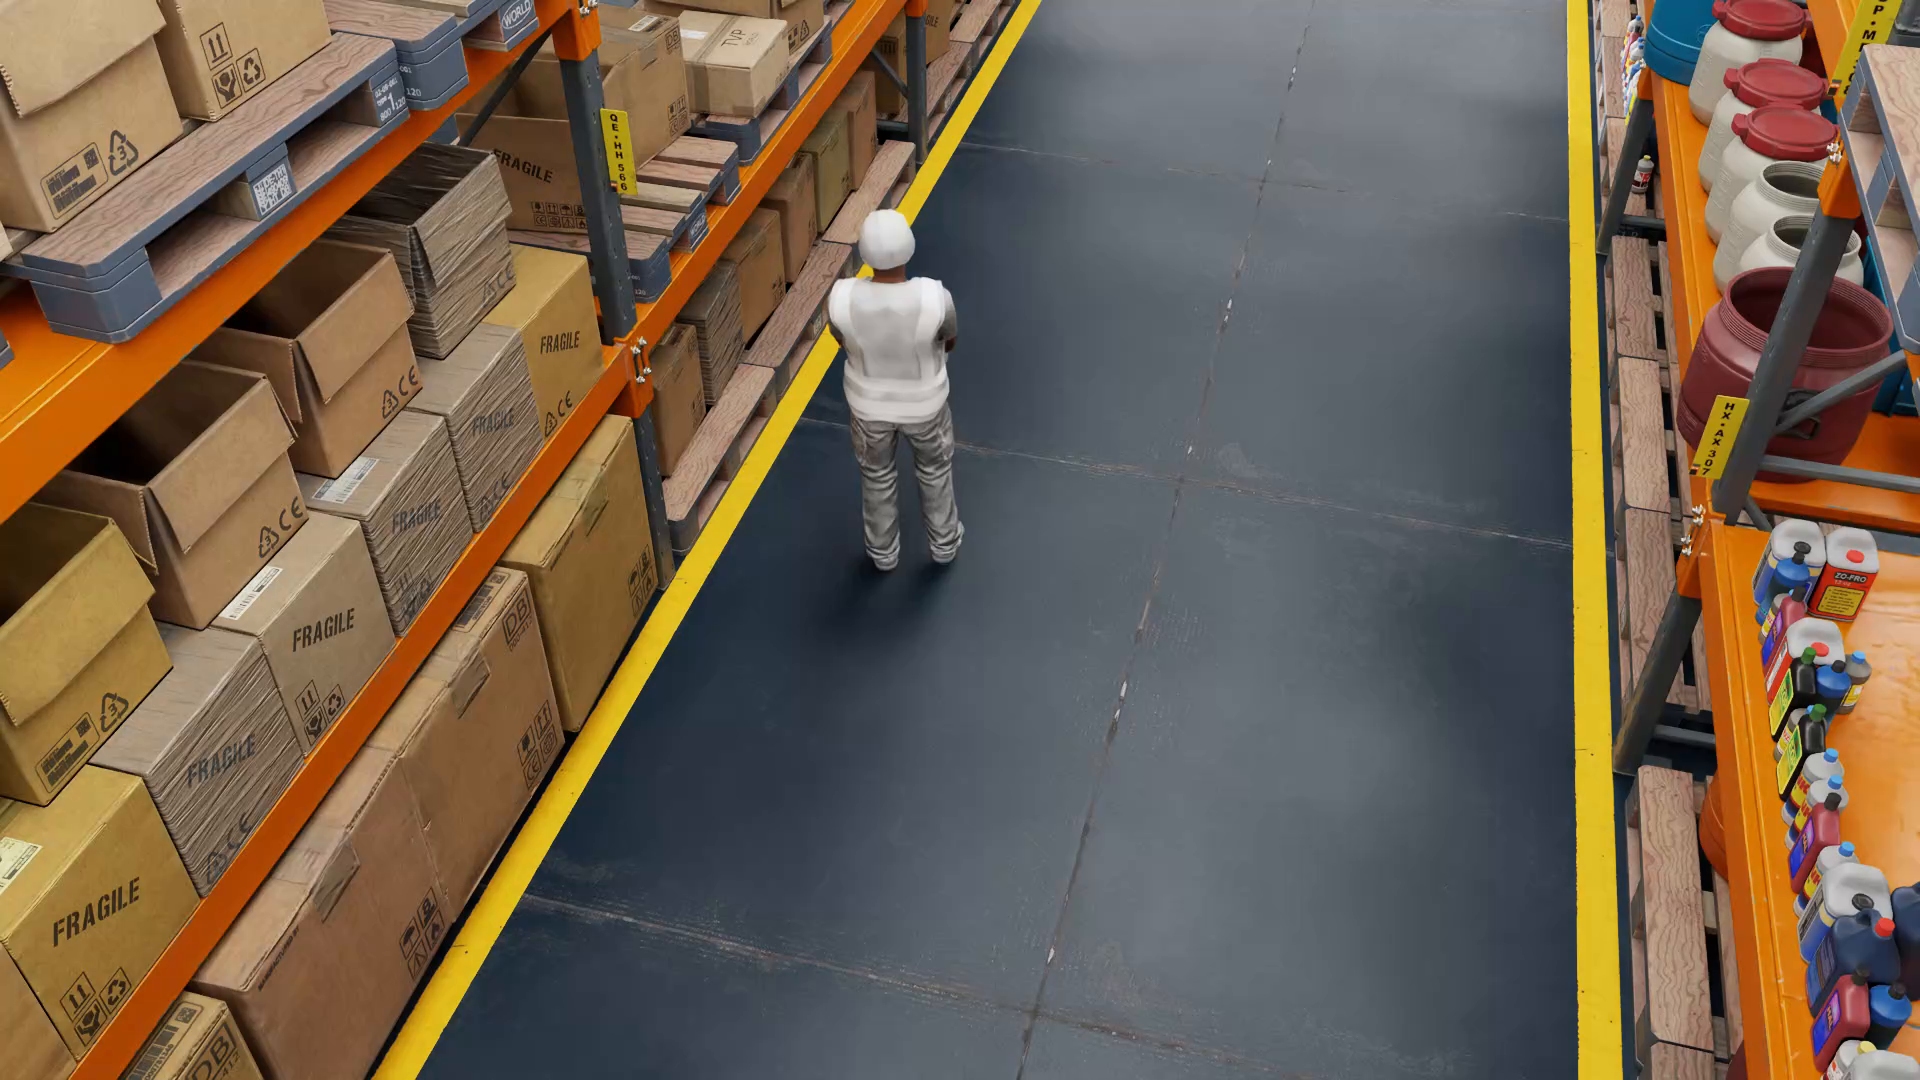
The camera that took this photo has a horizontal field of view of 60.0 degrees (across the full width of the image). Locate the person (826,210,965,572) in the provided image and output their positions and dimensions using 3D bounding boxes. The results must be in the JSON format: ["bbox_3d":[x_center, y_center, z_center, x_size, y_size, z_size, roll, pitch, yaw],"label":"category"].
[{"bbox_3d":[-0.251,-0.628,6.870,0.531,1.788,0.550,2,41,3],"label":"person"}]
